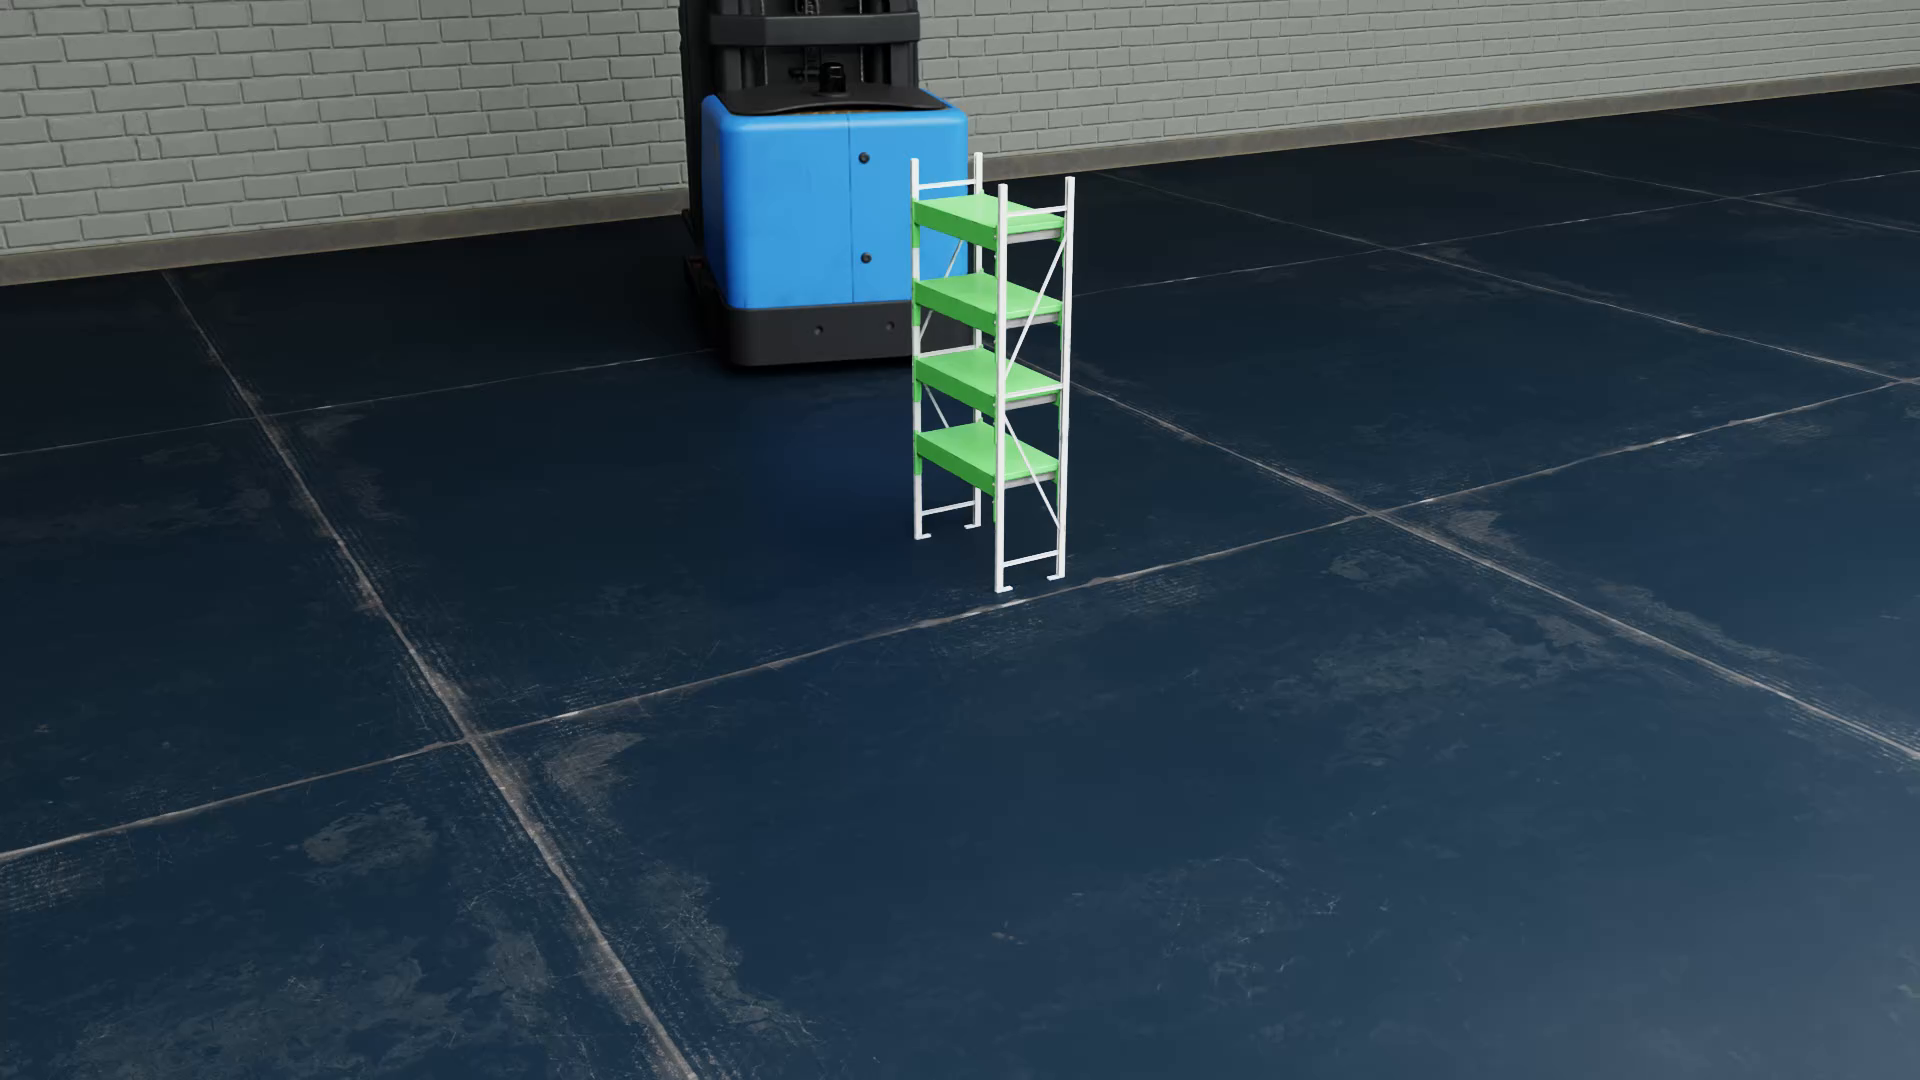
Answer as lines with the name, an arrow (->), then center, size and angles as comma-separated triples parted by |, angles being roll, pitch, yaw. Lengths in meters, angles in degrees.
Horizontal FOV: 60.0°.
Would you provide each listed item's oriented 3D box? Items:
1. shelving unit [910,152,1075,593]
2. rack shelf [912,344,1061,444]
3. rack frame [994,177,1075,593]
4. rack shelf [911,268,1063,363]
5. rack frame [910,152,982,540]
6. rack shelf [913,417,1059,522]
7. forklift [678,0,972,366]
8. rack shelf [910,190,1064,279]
shelving unit -> 0.085, -0.502, 4.954 | 0.258, 1.200, 0.503 | -13, 25, -28
rack shelf -> 0.085, -0.443, 4.978 | 0.258, 0.148, 0.480 | -13, 25, -28
rack frame -> 0.209, -0.423, 4.759 | 0.240, 1.200, 0.015 | -13, 25, -28
rack shelf -> 0.085, -0.665, 4.887 | 0.258, 0.148, 0.480 | -13, 25, -28
rack frame -> -0.040, -0.581, 5.148 | 0.240, 1.200, 0.015 | -13, 25, -28
rack shelf -> 0.085, -0.221, 5.068 | 0.258, 0.148, 0.480 | -13, 25, -28
forklift -> -0.793, -2.602, 7.820 | 1.130, 2.935, 3.031 | -5, 23, -12
rack shelf -> 0.085, -0.888, 4.797 | 0.258, 0.148, 0.480 | -13, 25, -28
